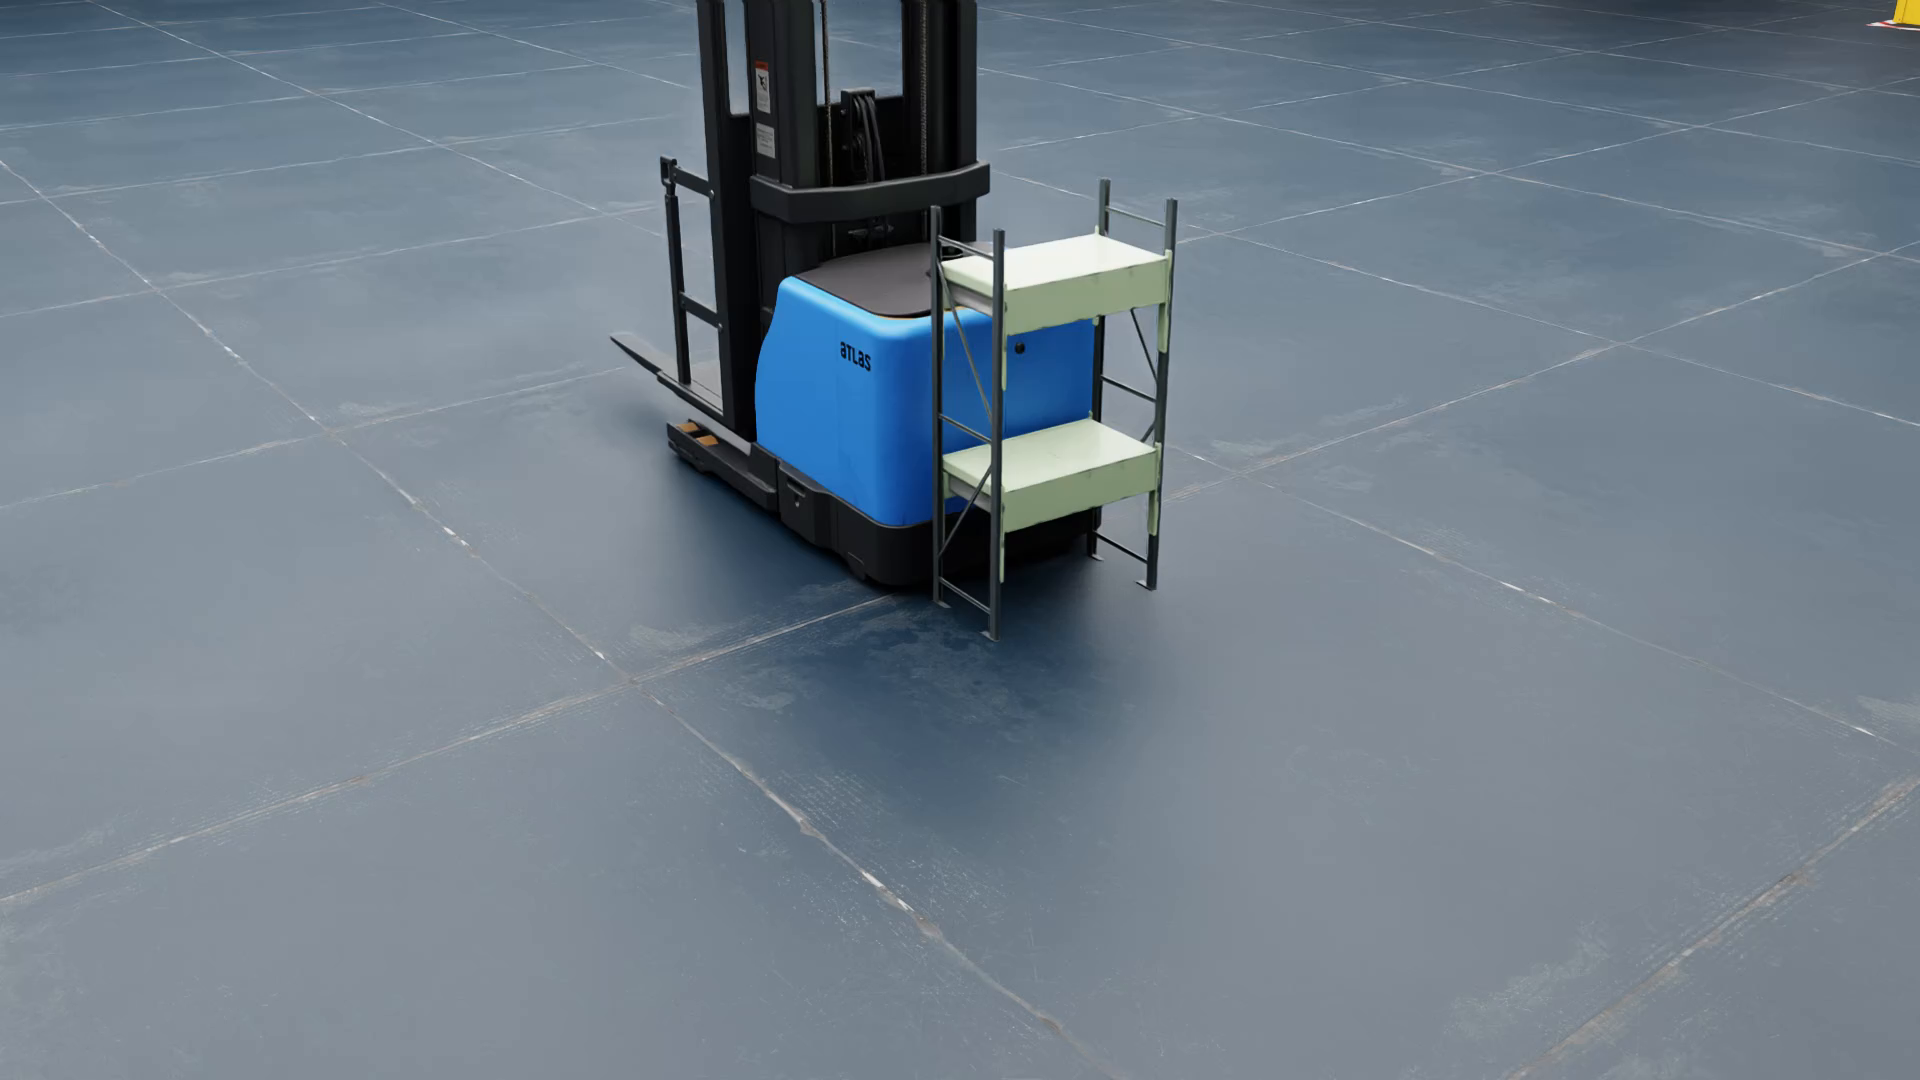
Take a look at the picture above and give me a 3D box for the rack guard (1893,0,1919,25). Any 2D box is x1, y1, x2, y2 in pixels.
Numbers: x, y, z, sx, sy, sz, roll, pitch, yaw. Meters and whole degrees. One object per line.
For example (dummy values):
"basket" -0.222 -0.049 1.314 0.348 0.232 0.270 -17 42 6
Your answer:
"rack guard" 11.984 -6.469 20.094 0.348 0.500 1.175 -18 31 -34

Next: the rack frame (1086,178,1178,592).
"rack frame" 0.626 -0.555 6.165 0.023 1.500 0.400 -16 29 -31

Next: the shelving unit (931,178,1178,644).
"shelving unit" 0.324 -0.468 5.977 0.755 1.500 0.431 -16 29 -31

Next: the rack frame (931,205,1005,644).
"rack frame" 0.022 -0.381 5.789 0.023 1.500 0.400 -16 29 -31

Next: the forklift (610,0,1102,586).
"forklift" -0.667 -1.727 6.989 1.130 2.935 3.031 -16 29 -30

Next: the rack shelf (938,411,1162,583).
"rack shelf" 0.324 -0.172 6.114 0.720 0.370 0.431 -16 29 -31

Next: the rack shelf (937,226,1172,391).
"rack shelf" 0.324 -0.822 5.813 0.720 0.370 0.431 -16 29 -31
